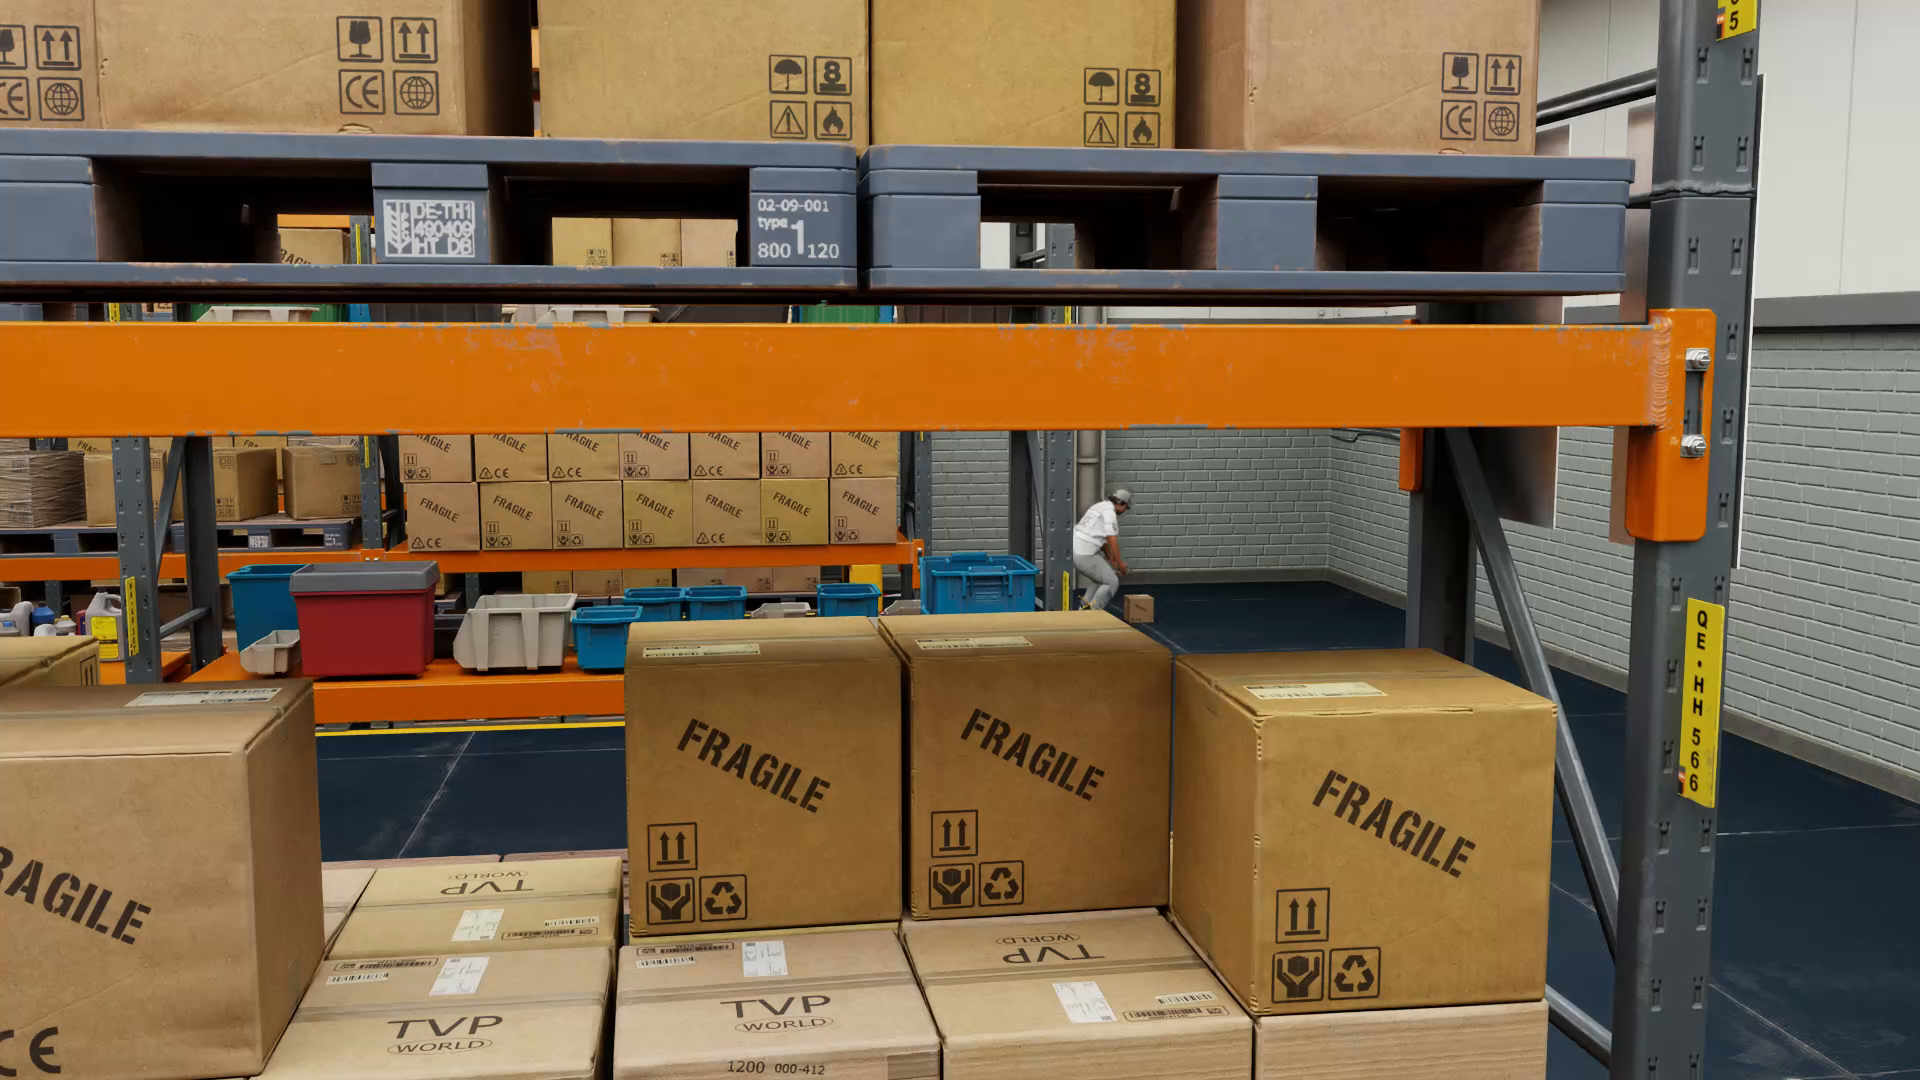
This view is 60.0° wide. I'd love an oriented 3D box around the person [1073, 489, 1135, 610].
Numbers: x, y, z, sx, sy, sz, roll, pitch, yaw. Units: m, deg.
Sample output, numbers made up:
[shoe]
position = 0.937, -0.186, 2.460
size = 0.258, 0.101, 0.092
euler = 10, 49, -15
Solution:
[person]
position = 1.401, 0.164, 16.829
size = 0.745, 1.351, 0.536
euler = -1, 7, -9
